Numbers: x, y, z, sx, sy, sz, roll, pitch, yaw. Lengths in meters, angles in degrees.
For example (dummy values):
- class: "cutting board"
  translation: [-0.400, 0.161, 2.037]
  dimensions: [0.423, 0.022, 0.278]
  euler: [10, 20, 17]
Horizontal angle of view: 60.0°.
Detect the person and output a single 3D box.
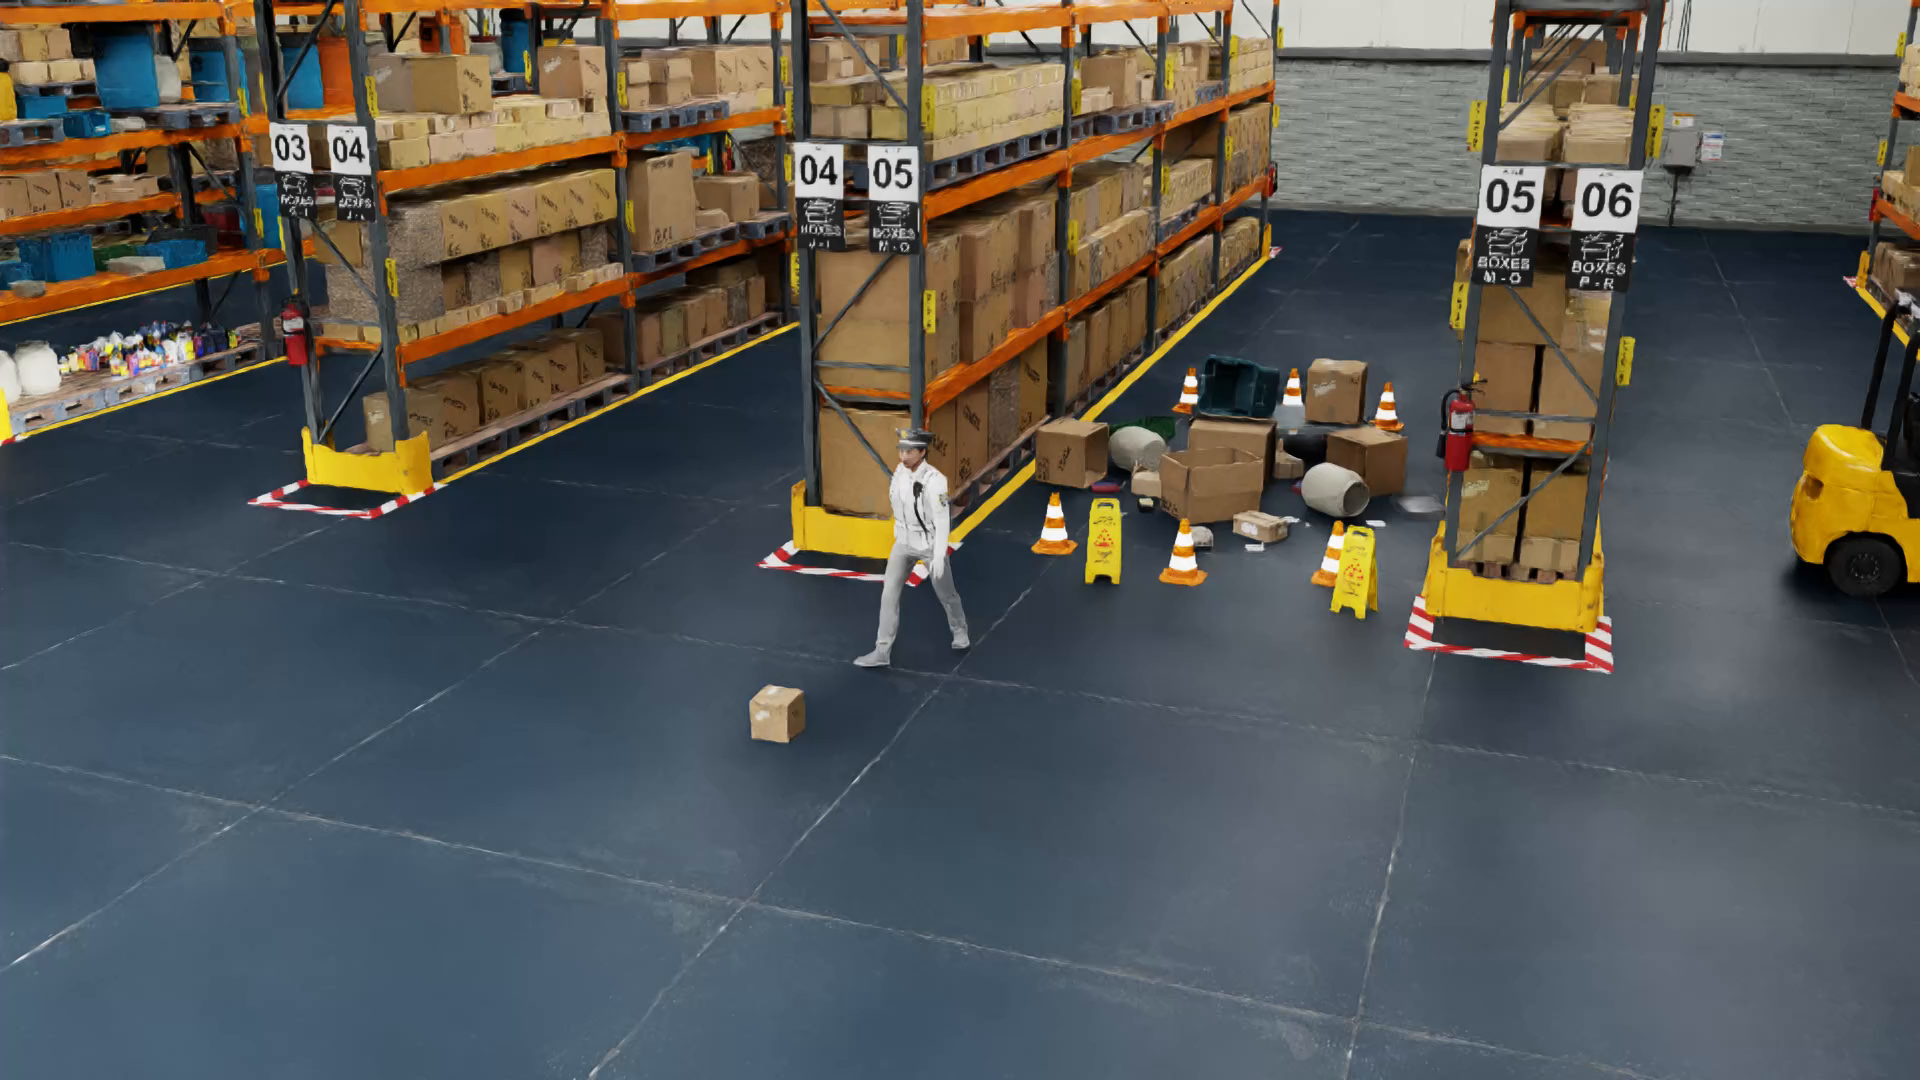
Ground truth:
- class: "person"
  translation: [-0.270, 0.029, 10.984]
  dimensions: [0.519, 1.636, 0.923]
  euler: [14, 24, 36]
